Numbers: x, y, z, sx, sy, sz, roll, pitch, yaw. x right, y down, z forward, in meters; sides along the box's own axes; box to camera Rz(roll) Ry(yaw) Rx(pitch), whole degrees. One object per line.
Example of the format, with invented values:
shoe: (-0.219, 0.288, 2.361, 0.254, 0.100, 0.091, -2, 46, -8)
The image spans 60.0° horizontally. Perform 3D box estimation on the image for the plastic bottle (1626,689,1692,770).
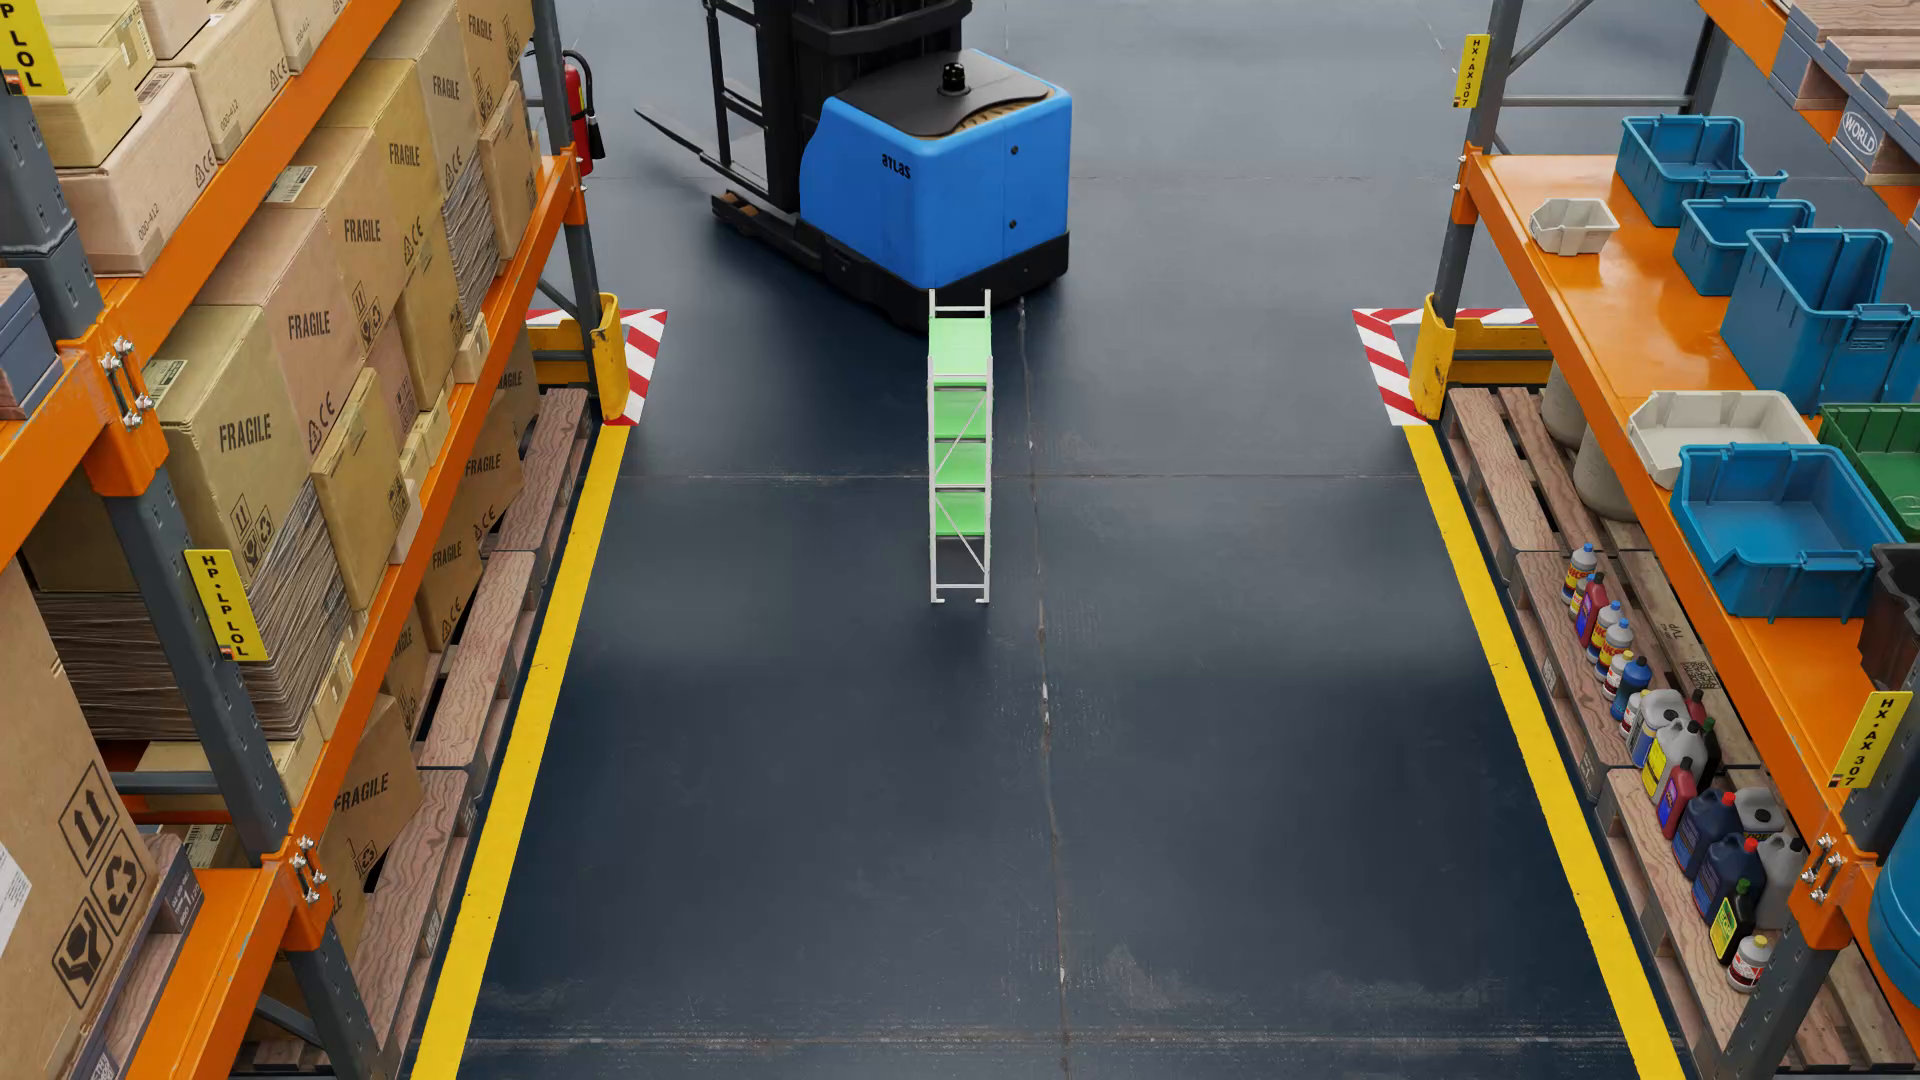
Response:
plastic bottle: (2.464, 0.666, 5.847, 0.152, 0.276, 0.135, 1, 39, 1)

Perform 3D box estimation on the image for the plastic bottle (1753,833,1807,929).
plastic bottle: (2.605, 1.060, 5.295, 0.144, 0.351, 0.185, 0, 39, 0)

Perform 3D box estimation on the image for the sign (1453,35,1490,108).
sign: (2.195, -2.011, 7.140, 0.100, 0.325, 0.005, 0, 39, 0)

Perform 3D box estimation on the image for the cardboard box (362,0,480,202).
cardboard box: (-1.955, -1.473, 5.572, 0.500, 0.500, 0.500, 0, 39, 0)

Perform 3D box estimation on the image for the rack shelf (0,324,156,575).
rack shelf: (-2.201, 0.965, 1.824, 1.077, 0.370, 4.000, 0, 39, 0)

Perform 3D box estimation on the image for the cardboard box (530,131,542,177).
cardboard box: (-2.001, -1.621, 7.075, 0.380, 0.149, 0.250, 0, 39, 0)

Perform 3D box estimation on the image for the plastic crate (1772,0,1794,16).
plastic crate: (2.344, -1.470, 4.498, 0.243, 0.136, 0.396, 0, 39, 0)

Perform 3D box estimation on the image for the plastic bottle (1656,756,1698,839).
plastic bottle: (2.419, 0.865, 5.593, 0.061, 0.283, 0.133, 2, 39, 3)

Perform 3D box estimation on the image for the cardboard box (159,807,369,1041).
cardboard box: (-2.163, 1.166, 5.060, 0.500, 0.500, 0.500, -1, 39, -1)

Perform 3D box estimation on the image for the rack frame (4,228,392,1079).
rack frame: (-2.203, 0.604, 4.097, 1.000, 3.000, 0.127, 0, 39, 0)

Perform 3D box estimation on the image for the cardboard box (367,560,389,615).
cardboard box: (-1.927, 0.099, 4.929, 0.380, 0.149, 0.250, 0, 39, 0)

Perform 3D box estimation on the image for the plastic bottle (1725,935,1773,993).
plastic bottle: (2.438, 1.294, 5.122, 0.097, 0.201, 0.097, 0, 39, 0)

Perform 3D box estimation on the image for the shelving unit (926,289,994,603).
shelving unit: (0.000, -0.365, 6.746, 0.258, 1.200, 0.503, 0, 39, 0)

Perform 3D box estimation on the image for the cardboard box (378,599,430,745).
cardboard box: (-2.251, 0.419, 5.991, 0.500, 0.500, 0.500, -3, 39, -4)

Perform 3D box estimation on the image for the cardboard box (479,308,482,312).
cardboard box: (-1.983, -0.839, 6.100, 0.380, 0.149, 0.250, 0, 39, 0)

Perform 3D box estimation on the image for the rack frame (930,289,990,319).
rack frame: (0.000, -0.517, 6.936, 0.240, 1.200, 0.015, 0, 39, 0)

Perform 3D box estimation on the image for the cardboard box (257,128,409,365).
cardboard box: (-1.951, -0.848, 4.792, 0.500, 0.500, 0.500, 0, 39, 0)

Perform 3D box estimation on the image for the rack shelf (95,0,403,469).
rack shelf: (-2.205, -1.536, 4.945, 1.077, 0.370, 4.000, 0, 39, 0)

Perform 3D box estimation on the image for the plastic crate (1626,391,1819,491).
plastic crate: (2.495, -0.312, 5.451, 0.530, 0.136, 0.437, 0, 39, 0)

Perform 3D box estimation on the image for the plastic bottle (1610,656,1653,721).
plastic bottle: (2.437, 0.530, 6.020, 0.097, 0.271, 0.097, 0, 39, 0)

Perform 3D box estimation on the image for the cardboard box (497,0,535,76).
cardboard box: (-1.960, -2.099, 6.353, 0.500, 0.500, 0.500, 0, 39, 0)

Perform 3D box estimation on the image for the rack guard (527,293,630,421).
rack guard: (-2.207, -0.874, 7.941, 1.175, 0.500, 0.348, 0, 39, 0)

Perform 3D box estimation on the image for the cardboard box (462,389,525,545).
cardboard box: (-2.189, -0.321, 6.915, 0.500, 0.500, 0.500, 10, 40, 12)

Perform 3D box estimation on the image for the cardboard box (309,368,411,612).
cardboard box: (-2.107, -0.145, 4.714, 0.875, 0.500, 0.500, 0, 39, 0)

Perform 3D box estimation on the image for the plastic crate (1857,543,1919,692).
plastic crate: (2.877, 0.297, 4.530, 0.767, 0.338, 0.504, 0, 39, 0)

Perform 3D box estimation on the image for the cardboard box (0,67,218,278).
cardboard box: (-1.947, -0.789, 3.558, 0.500, 0.250, 0.500, -1, 39, -2)

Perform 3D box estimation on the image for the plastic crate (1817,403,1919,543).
plastic crate: (3.031, -0.166, 5.228, 0.450, 0.188, 0.662, 0, 39, 0)

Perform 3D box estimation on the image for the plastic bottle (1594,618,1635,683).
plastic bottle: (2.436, 0.403, 6.178, 0.097, 0.271, 0.097, 0, 39, 0)

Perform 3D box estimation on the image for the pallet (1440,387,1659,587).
pallet: (2.788, -0.257, 7.402, 1.003, 0.211, 1.213, 0, 39, 0)

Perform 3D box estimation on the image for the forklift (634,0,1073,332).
forklift: (-0.762, -3.048, 8.710, 1.130, 2.935, 3.031, -28, 47, -31)

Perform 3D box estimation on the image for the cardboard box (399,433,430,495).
cardboard box: (-1.928, -0.214, 5.319, 0.380, 0.149, 0.250, 0, 39, 0)

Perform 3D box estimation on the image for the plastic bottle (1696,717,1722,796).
plastic bottle: (2.563, 0.748, 5.738, 0.061, 0.283, 0.133, 0, 39, 0)

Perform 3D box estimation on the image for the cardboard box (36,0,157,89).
cardboard box: (-1.964, -1.033, 3.543, 0.380, 0.149, 0.250, -2, 39, -2)

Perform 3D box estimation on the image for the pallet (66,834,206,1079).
pallet: (-2.348, 1.157, 3.561, 1.003, 0.211, 1.213, 0, 39, 0)

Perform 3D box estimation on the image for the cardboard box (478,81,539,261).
cardboard box: (-2.114, -1.396, 6.275, 0.875, 0.500, 0.500, 0, 39, 0)

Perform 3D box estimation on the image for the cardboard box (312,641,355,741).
cardboard box: (-1.890, 0.411, 4.539, 0.380, 0.149, 0.250, 0, 39, 0)

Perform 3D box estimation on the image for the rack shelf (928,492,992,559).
rack shelf: (0.000, -0.128, 6.936, 0.258, 0.148, 0.480, 0, 39, 0)

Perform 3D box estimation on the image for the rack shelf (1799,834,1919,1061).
rack shelf: (2.752, 2.132, 2.766, 1.077, 0.370, 4.000, 0, 39, 0)

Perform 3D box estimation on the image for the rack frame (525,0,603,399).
rack frame: (-2.208, -1.897, 7.219, 1.000, 3.000, 0.127, 0, 39, 0)

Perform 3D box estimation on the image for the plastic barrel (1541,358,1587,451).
plastic barrel: (2.823, -0.682, 7.356, 0.421, 0.512, 0.421, 0, 39, 0)

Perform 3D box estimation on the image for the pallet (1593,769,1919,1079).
pallet: (2.791, 1.269, 5.498, 1.003, 0.211, 1.213, 0, 39, 0)

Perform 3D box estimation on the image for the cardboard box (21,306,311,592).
cardboard box: (-1.949, -0.223, 4.012, 0.500, 0.500, 0.500, 0, 39, 0)

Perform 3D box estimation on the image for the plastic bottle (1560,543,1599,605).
plastic bottle: (2.436, 0.126, 6.524, 0.097, 0.271, 0.097, 0, 39, 0)

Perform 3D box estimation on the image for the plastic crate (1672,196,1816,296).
plastic crate: (3.040, -1.124, 6.373, 0.499, 0.251, 0.408, 0, 39, 0)

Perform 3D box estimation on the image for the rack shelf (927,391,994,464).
rack shelf: (0.000, -0.502, 6.635, 0.258, 0.148, 0.480, 0, 39, 0)

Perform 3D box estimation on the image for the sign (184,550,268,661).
sign: (-1.648, 0.150, 3.739, 0.100, 0.325, 0.005, 0, 39, 0)

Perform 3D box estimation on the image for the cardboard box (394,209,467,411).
cardboard box: (-2.168, -0.770, 5.495, 0.875, 0.500, 0.500, 0, 39, 0)

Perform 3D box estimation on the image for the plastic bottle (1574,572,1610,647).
plastic bottle: (2.418, 0.263, 6.343, 0.061, 0.283, 0.133, 1, 39, 1)

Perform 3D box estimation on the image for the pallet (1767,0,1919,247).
pallet: (2.652, -0.947, 3.786, 1.213, 0.211, 1.003, 0, 39, 0)

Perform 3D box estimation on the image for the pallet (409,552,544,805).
pallet: (-2.243, 0.508, 6.448, 1.003, 0.211, 1.213, 0, 39, 0)

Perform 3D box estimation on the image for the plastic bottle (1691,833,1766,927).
plastic bottle: (2.461, 1.060, 5.295, 0.144, 0.351, 0.185, -1, 39, -1)

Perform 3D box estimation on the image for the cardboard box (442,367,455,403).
cardboard box: (-1.963, -0.527, 5.710, 0.380, 0.149, 0.250, 0, 39, 0)

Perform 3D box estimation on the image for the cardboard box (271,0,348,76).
cardboard box: (-1.943, -1.431, 4.358, 0.500, 0.250, 0.500, -1, 39, -2)
